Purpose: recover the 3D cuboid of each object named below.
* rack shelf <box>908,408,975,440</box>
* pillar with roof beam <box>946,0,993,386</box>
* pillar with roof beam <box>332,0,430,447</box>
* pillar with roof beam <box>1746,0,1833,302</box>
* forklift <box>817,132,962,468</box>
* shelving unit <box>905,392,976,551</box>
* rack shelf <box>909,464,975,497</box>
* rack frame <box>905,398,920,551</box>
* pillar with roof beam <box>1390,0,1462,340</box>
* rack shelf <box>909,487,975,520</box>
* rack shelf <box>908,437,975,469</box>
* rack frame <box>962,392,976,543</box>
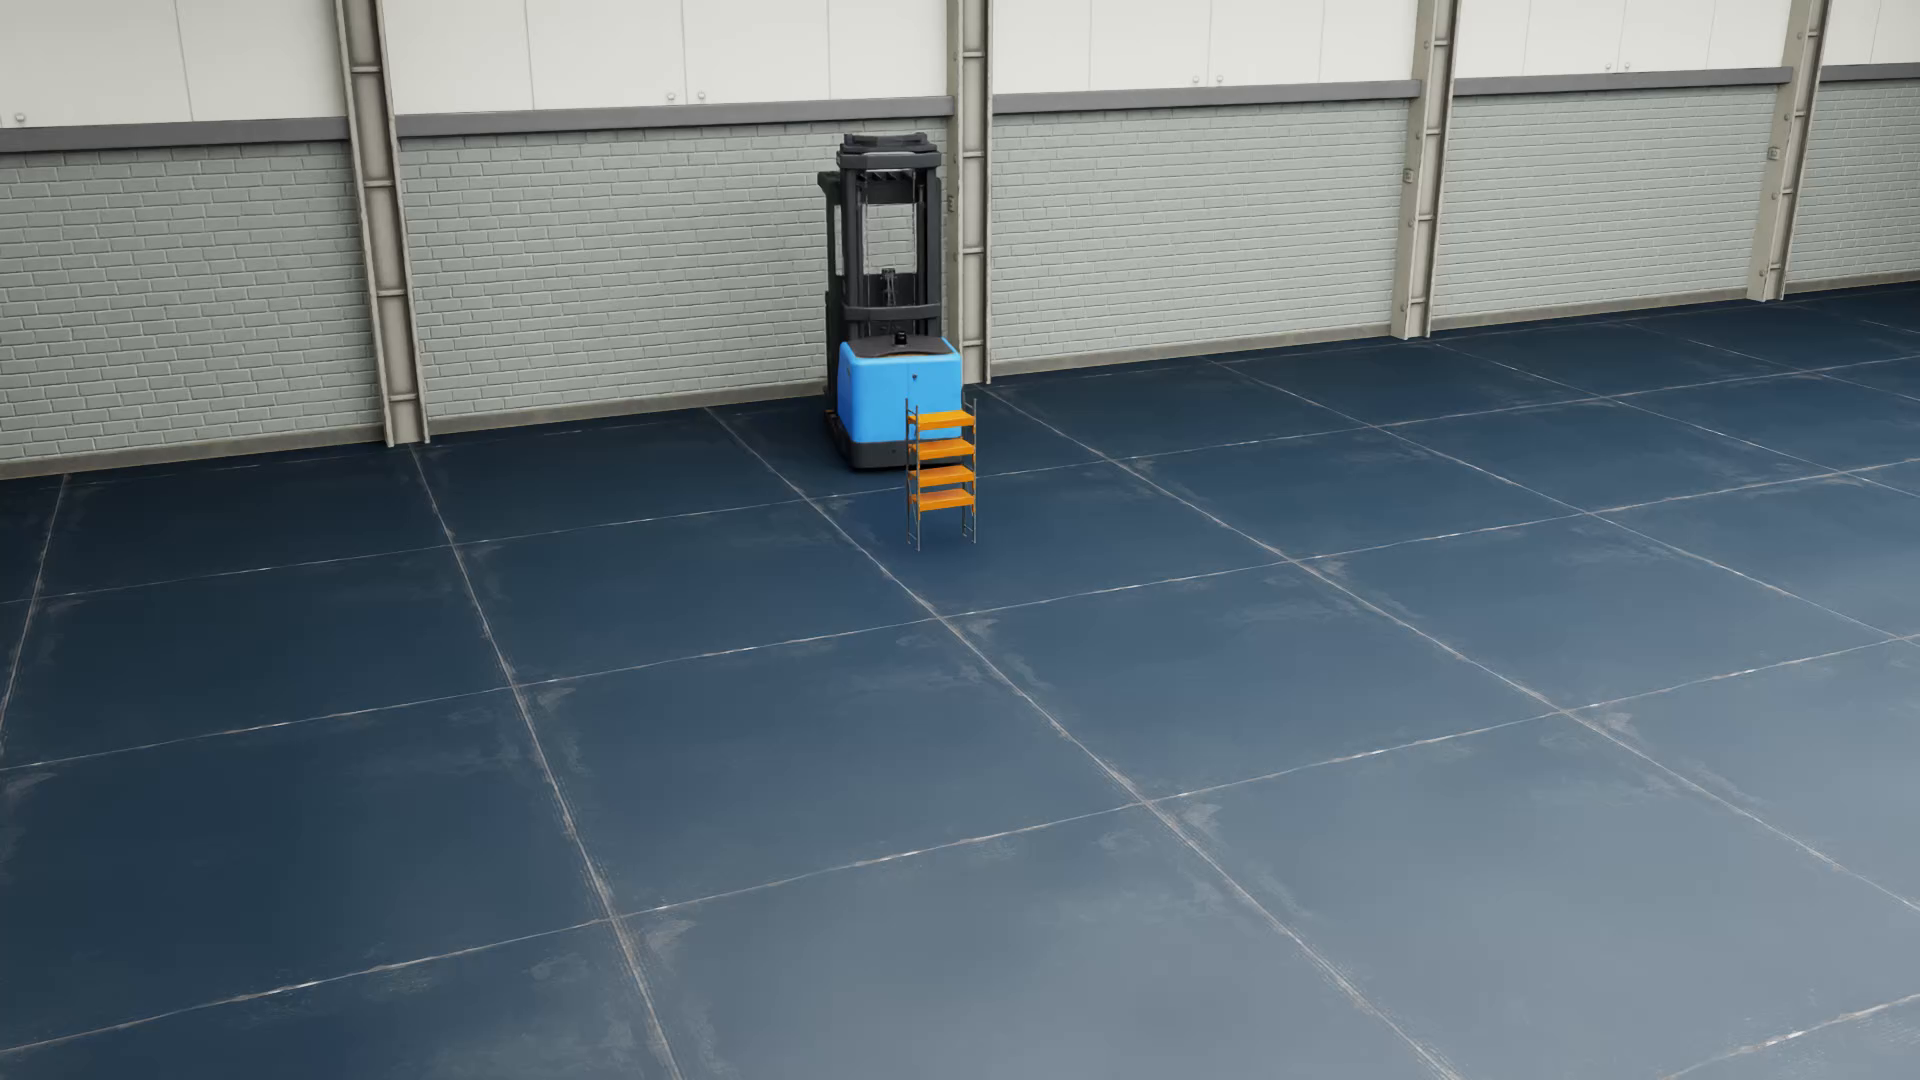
[{"bbox_3d":[-0.152,-0.915,13.130,0.480,0.148,0.258,-8,21,-22],"label":"rack shelf"},{"bbox_3d":[1.806,-4.692,13.298,0.400,9.000,9.100,-8,21,-22],"label":"pillar with roof beam"},{"bbox_3d":[-3.703,-3.903,11.056,0.400,9.000,9.100,-8,21,-22],"label":"pillar with roof beam"},{"bbox_3d":[12.825,-6.270,17.781,0.400,9.000,9.100,-8,21,-22],"label":"pillar with roof beam"},{"bbox_3d":[-0.769,-2.490,16.181,1.130,2.935,3.031,-4,20,-11],"label":"forklift"},{"bbox_3d":[-0.152,-0.544,13.261,0.503,1.200,0.258,-8,21,-22],"label":"shelving unit"},{"bbox_3d":[-0.152,-0.481,13.283,0.480,0.148,0.258,-8,21,-22],"label":"rack shelf"},{"bbox_3d":[-0.376,-0.512,13.170,0.015,1.200,0.240,-8,21,-22],"label":"rack frame"},{"bbox_3d":[7.315,-5.481,15.539,0.400,9.000,9.100,-8,21,-22],"label":"pillar with roof beam"},{"bbox_3d":[-0.152,-0.293,13.349,0.480,0.148,0.258,-8,21,-22],"label":"rack shelf"},{"bbox_3d":[-0.152,-0.692,13.209,0.480,0.148,0.258,-8,21,-22],"label":"rack shelf"},{"bbox_3d":[0.072,-0.576,13.352,0.015,1.200,0.240,-8,21,-22],"label":"rack frame"}]
